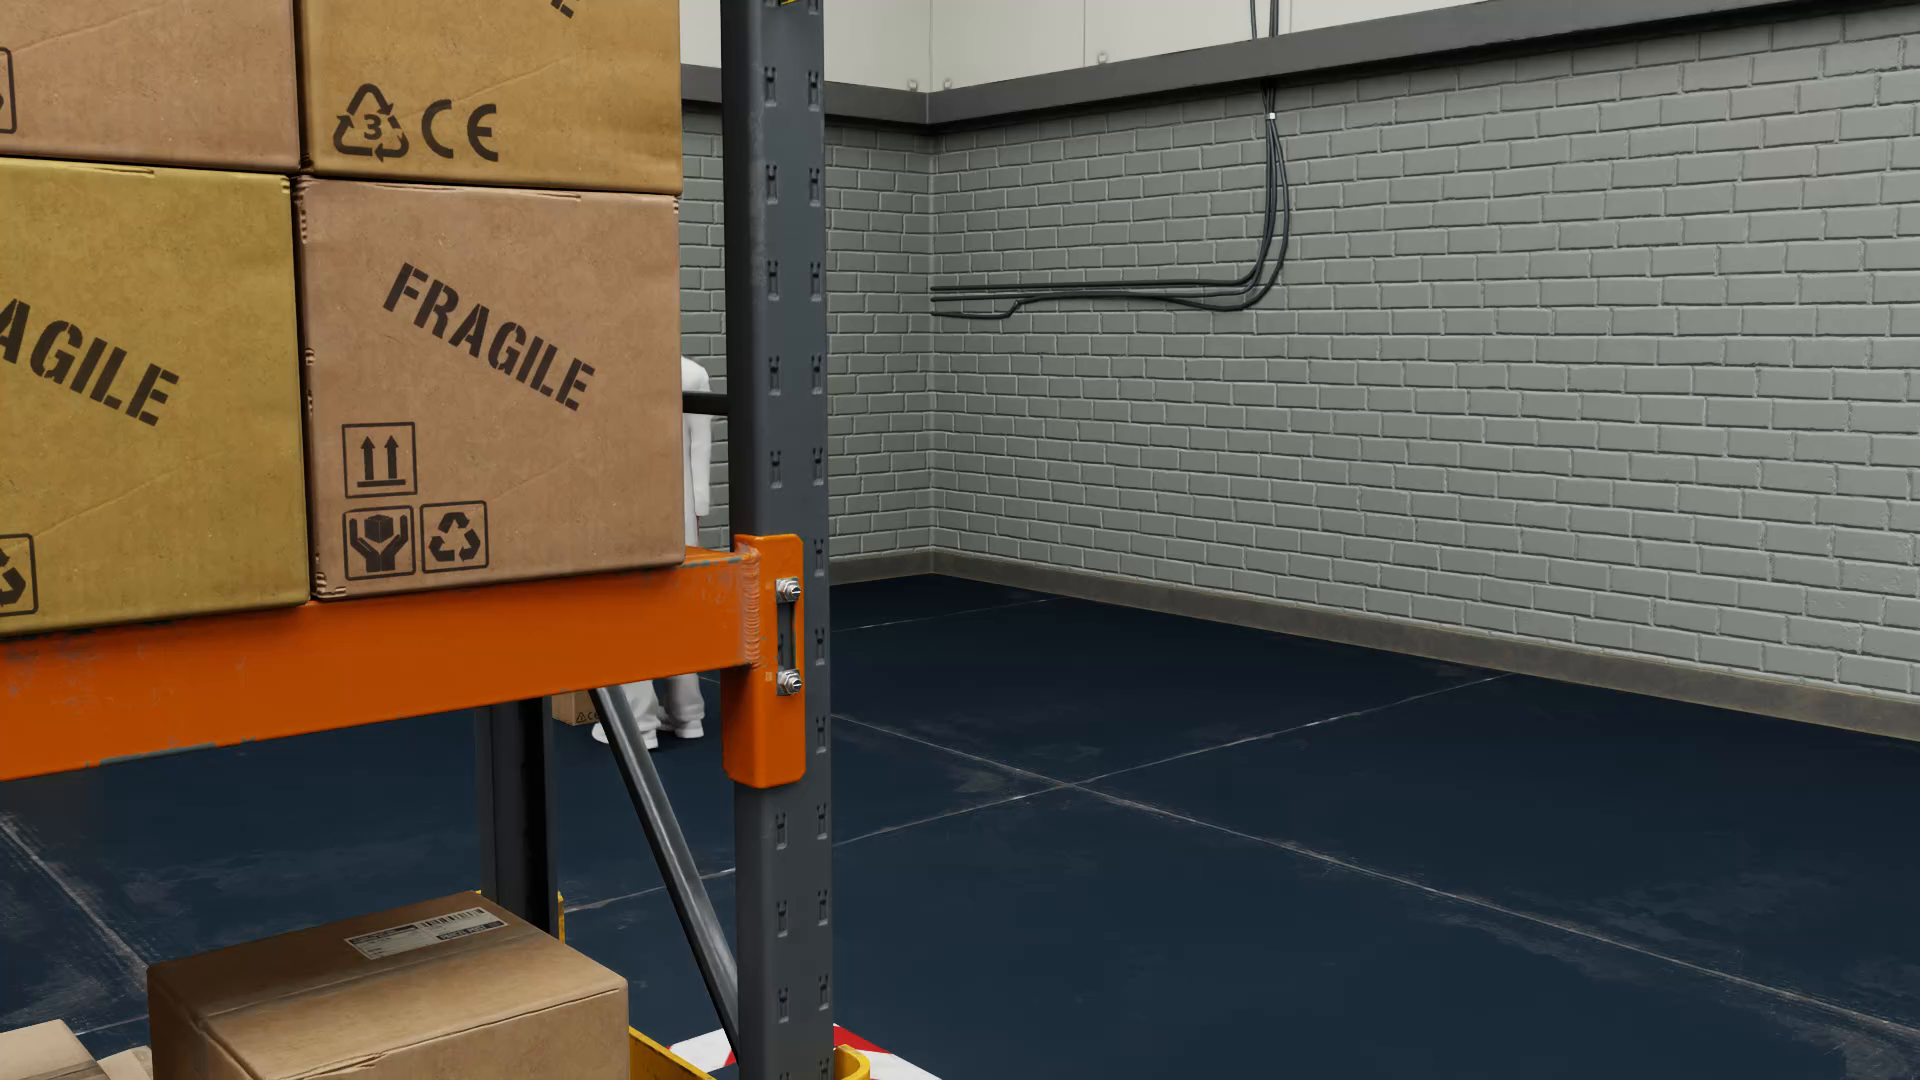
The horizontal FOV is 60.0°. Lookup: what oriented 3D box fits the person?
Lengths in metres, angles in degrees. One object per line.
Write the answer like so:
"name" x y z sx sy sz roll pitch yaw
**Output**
"person" -1.259 -0.086 6.520 0.564 1.777 0.422 -6 9 -39
